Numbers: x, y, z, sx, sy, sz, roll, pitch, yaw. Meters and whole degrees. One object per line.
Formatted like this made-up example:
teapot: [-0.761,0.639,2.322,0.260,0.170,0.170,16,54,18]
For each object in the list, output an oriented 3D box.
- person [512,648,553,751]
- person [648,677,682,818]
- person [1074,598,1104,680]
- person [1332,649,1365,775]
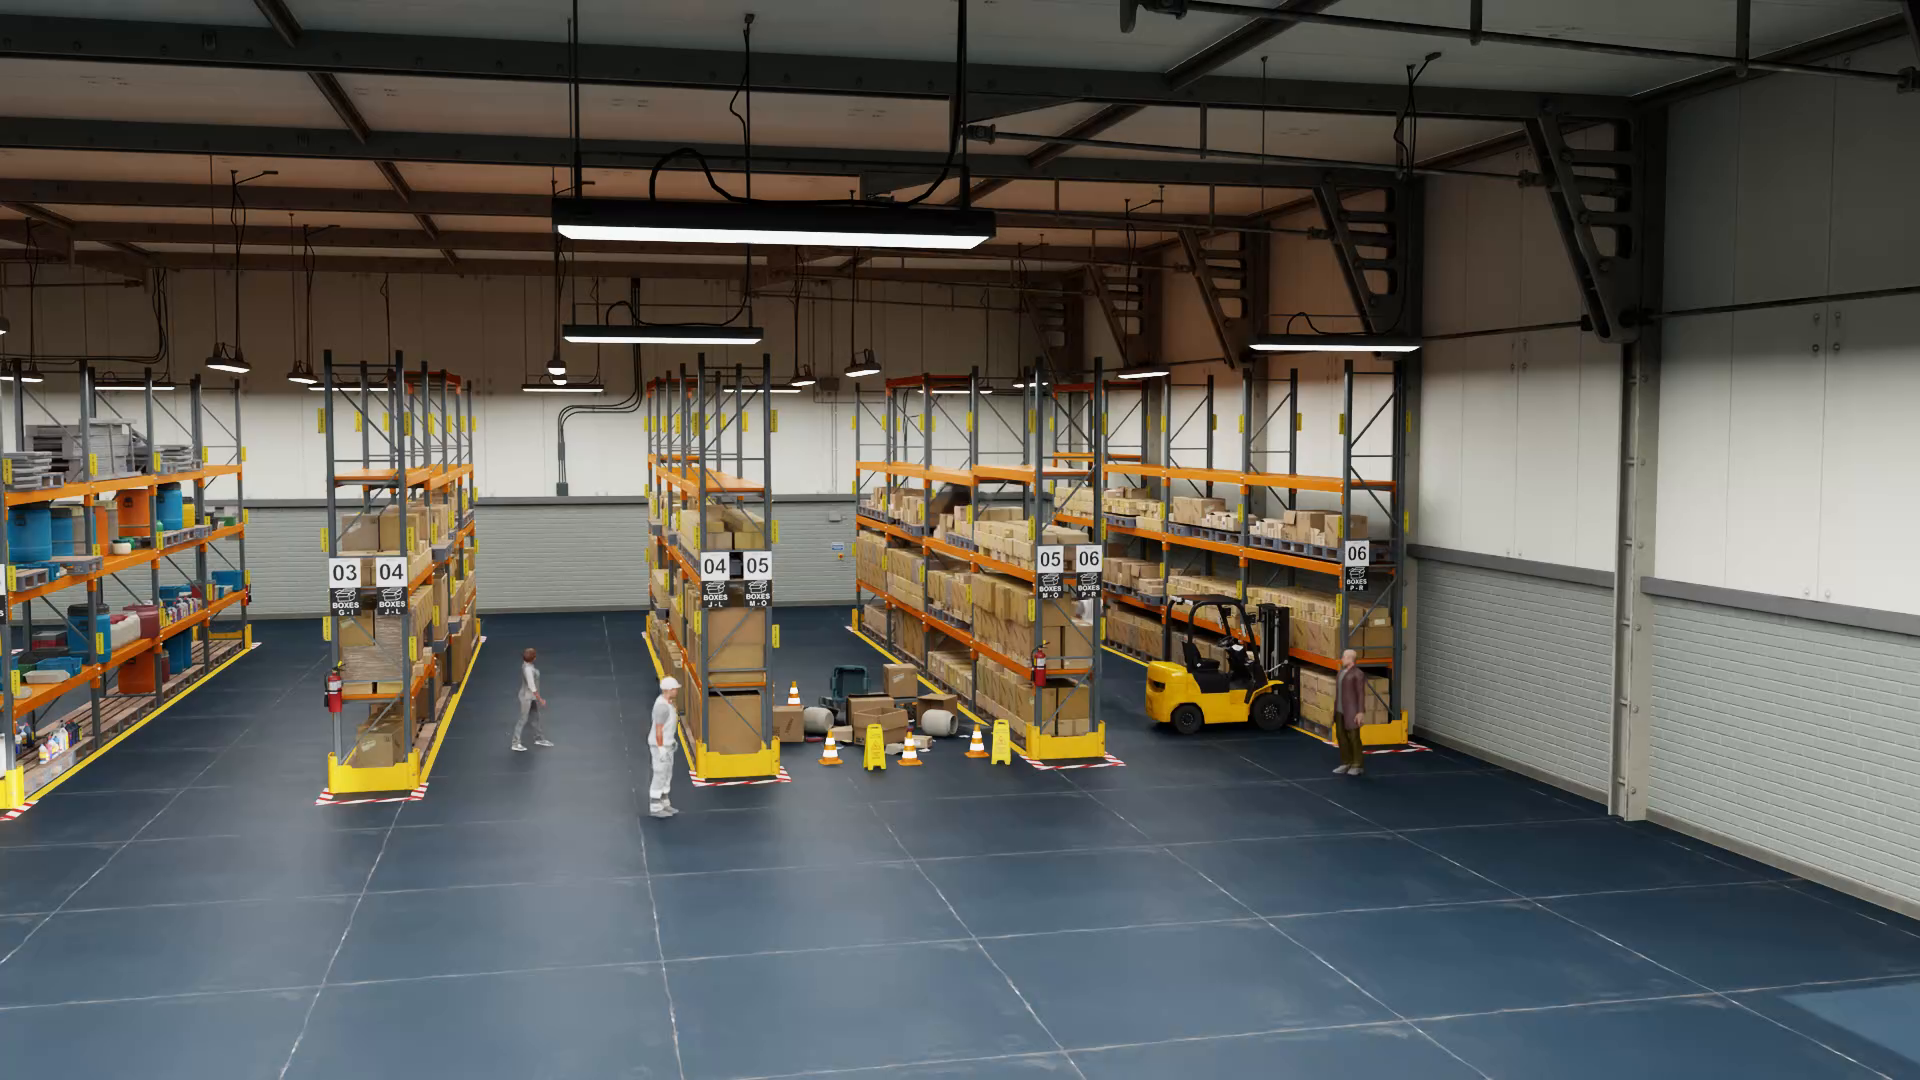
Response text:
person: [-6.618,2.440,25.641,0.565,1.598,0.590,0,4,-4]
person: [-3.761,2.636,21.251,0.436,1.793,0.562,0,4,0]
person: [2.345,1.711,30.741,0.610,1.875,0.583,-1,4,-20]
person: [5.573,2.491,23.773,0.400,1.777,0.676,-2,4,-24]
